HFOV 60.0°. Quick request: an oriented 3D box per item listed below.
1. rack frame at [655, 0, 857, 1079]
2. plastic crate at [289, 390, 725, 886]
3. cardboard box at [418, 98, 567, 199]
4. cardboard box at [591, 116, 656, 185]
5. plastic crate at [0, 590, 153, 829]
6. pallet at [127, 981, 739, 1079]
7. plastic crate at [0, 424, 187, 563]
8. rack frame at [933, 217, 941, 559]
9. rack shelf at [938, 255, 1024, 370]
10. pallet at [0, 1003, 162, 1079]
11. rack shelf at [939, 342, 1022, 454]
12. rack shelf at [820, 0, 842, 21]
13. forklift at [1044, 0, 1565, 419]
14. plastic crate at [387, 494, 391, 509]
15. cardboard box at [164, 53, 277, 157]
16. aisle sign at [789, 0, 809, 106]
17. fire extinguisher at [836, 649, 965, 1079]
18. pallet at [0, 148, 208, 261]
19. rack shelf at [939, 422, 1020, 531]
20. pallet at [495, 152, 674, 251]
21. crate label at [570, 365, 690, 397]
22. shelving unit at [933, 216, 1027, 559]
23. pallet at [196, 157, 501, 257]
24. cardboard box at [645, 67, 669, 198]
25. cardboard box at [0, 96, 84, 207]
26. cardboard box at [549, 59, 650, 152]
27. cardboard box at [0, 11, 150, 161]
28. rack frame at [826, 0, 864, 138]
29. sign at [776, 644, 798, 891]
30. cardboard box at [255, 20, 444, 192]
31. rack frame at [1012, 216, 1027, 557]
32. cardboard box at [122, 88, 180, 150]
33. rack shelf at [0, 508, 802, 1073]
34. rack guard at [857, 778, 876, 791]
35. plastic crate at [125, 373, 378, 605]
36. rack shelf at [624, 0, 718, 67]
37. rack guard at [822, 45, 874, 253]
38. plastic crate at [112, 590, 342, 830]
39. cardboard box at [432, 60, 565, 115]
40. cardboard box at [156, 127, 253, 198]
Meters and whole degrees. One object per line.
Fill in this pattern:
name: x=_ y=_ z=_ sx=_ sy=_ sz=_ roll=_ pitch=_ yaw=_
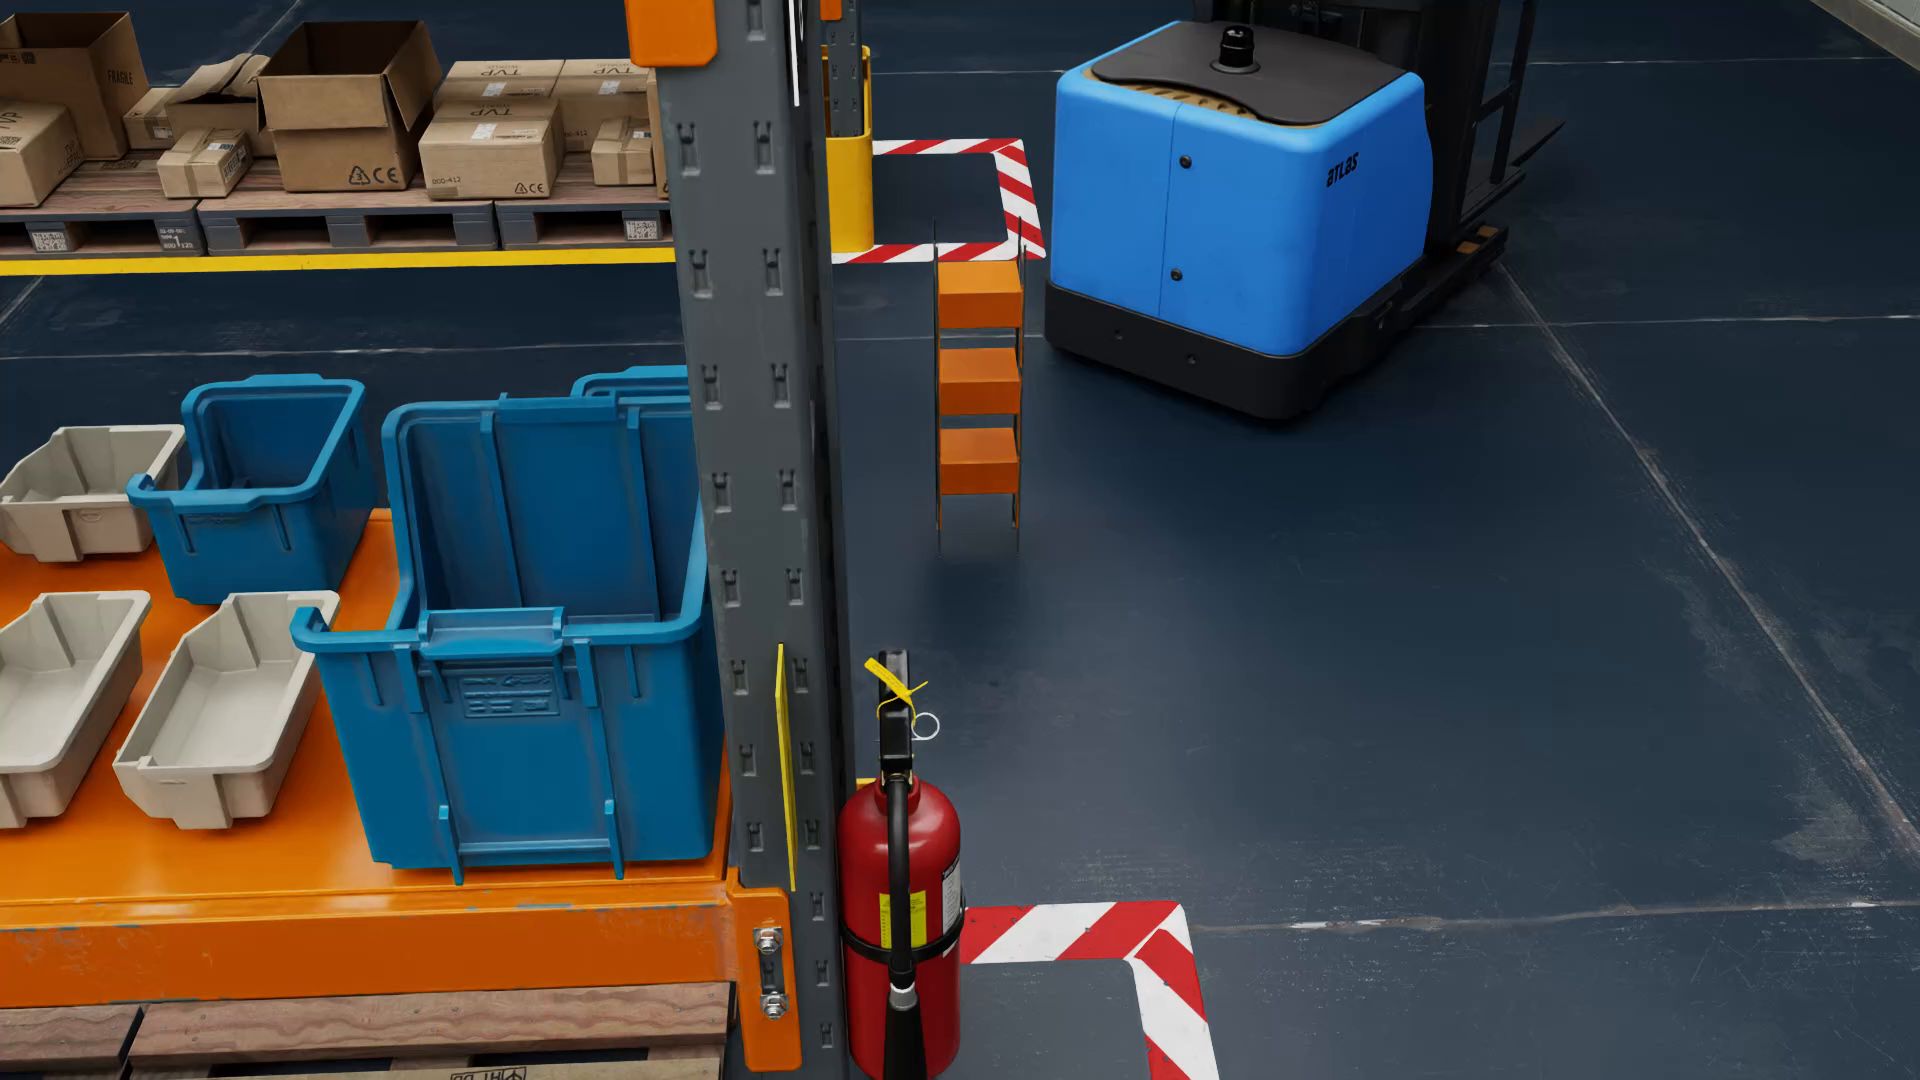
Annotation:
rack frame: x=-0.256 y=0.040 z=2.556 sx=0.127 sy=3.000 sz=1.000 roll=-2 pitch=35 yaw=-2
plastic crate: x=-0.581 y=0.116 z=2.362 sx=0.499 sy=0.435 sz=0.616 roll=-2 pitch=35 yaw=-2
cardboard box: x=-1.968 y=-1.662 z=7.046 sx=0.500 sy=0.250 sz=0.500 roll=-2 pitch=35 yaw=-2
cardboard box: x=-1.427 y=-1.677 z=7.140 sx=0.250 sy=0.166 sz=0.380 roll=-2 pitch=35 yaw=-2
plastic crate: x=-1.352 y=0.249 z=2.434 sx=0.243 sy=0.136 sz=0.396 roll=-2 pitch=35 yaw=-2
pallet: x=-1.081 y=1.187 z=3.349 sx=1.213 sy=0.211 sz=1.003 roll=-2 pitch=35 yaw=-2
plastic crate: x=-1.520 y=-0.076 z=2.904 sx=0.298 sy=0.136 sz=0.250 roll=-2 pitch=35 yaw=-2
rack frame: x=-0.068 y=-0.430 z=4.949 sx=0.008 sy=1.050 sz=0.200 roll=-2 pitch=35 yaw=-2
rack shelf: x=0.053 y=-0.658 z=4.798 sx=0.240 sy=0.259 sz=0.215 roll=-2 pitch=35 yaw=-2
pallet: x=-2.297 y=1.218 z=3.304 sx=1.213 sy=0.211 sz=1.003 roll=-2 pitch=35 yaw=-2
rack shelf: x=0.053 y=-0.424 z=4.959 sx=0.240 sy=0.259 sz=0.215 roll=-2 pitch=35 yaw=-2
rack shelf: x=-2.484 y=-2.426 z=6.751 sx=4.000 sy=0.370 sz=1.077 roll=-2 pitch=35 yaw=-2
forklift: x=1.608 y=-2.402 z=6.145 sx=1.130 sy=2.935 sz=3.031 roll=24 pitch=41 yaw=30
plastic crate: x=-0.842 y=-0.095 z=2.930 sx=0.298 sy=0.136 sz=0.250 roll=-2 pitch=35 yaw=-2
cardboard box: x=-3.177 y=-1.940 z=7.393 sx=0.500 sy=0.311 sz=0.500 roll=-2 pitch=35 yaw=-2
aisle sign: x=-0.170 y=-0.864 z=1.578 sx=0.004 sy=0.787 sz=0.394 roll=-2 pitch=35 yaw=-2
fire extinguisher: x=-0.084 y=0.480 z=2.316 sx=0.183 sy=0.674 sz=0.296 roll=-2 pitch=35 yaw=-2
pallet: x=-3.796 y=-1.539 z=7.288 sx=1.213 sy=0.211 sz=1.003 roll=-2 pitch=35 yaw=-2
rack shelf: x=0.053 y=-0.196 z=5.117 sx=0.240 sy=0.259 sz=0.215 roll=-2 pitch=35 yaw=-2
pallet: x=-1.359 y=-1.604 z=7.383 sx=1.213 sy=0.211 sz=1.003 roll=-2 pitch=35 yaw=-2
crate label: x=-0.518 y=-0.096 z=2.847 sx=0.303 sy=0.233 sz=0.416 roll=-2 pitch=35 yaw=-2
shelving unit: x=0.053 y=-0.433 z=4.953 sx=0.252 sy=1.050 sz=0.215 roll=-2 pitch=35 yaw=-2
pallet: x=-2.575 y=-1.573 z=7.338 sx=1.213 sy=0.211 sz=1.003 roll=-2 pitch=35 yaw=-2
cardboard box: x=-1.018 y=-1.774 z=6.987 sx=0.500 sy=0.500 sz=0.500 roll=-2 pitch=35 yaw=-2
cardboard box: x=-4.053 y=-1.631 z=6.947 sx=0.500 sy=0.311 sz=0.500 roll=-2 pitch=35 yaw=-2
cardboard box: x=-1.543 y=-1.959 z=7.474 sx=0.500 sy=0.250 sz=0.500 roll=-2 pitch=35 yaw=-2
cardboard box: x=-3.926 y=-1.997 z=7.310 sx=0.500 sy=0.500 sz=0.500 roll=-2 pitch=35 yaw=-2
rack frame: x=-0.487 y=-2.775 z=6.624 sx=0.127 sy=3.000 sz=1.000 roll=-2 pitch=35 yaw=-2
sign: x=-0.214 y=0.286 z=2.058 sx=0.005 sy=0.325 sz=0.100 roll=-2 pitch=35 yaw=-2
cardboard box: x=-2.606 y=-1.875 z=7.131 sx=0.637 sy=0.503 sz=0.797 roll=-2 pitch=35 yaw=-2
rack frame: x=0.175 y=-0.436 z=4.958 sx=0.008 sy=1.050 sz=0.200 roll=-2 pitch=35 yaw=-2
cardboard box: x=-3.555 y=-1.897 z=7.474 sx=0.250 sy=0.149 sz=0.380 roll=-2 pitch=35 yaw=-2
rack shelf: x=-2.254 y=0.390 z=2.683 sx=4.000 sy=0.370 sz=1.077 roll=-2 pitch=35 yaw=-2
rack guard: x=-0.232 y=1.060 z=3.279 sx=0.348 sy=0.500 sz=1.175 roll=-2 pitch=35 yaw=-2
plastic crate: x=-1.176 y=-0.078 z=2.821 sx=0.300 sy=0.233 sz=0.416 roll=-2 pitch=35 yaw=-2
rack shelf: x=-2.254 y=-0.843 z=1.829 sx=4.000 sy=0.370 sz=1.077 roll=-2 pitch=35 yaw=-2
rack guard: x=-0.563 y=-1.745 z=7.333 sx=0.348 sy=0.500 sz=1.175 roll=-2 pitch=35 yaw=-2
plastic crate: x=-1.062 y=0.249 z=2.433 sx=0.243 sy=0.136 sz=0.396 roll=-2 pitch=35 yaw=-2
cardboard box: x=-2.042 y=-1.945 z=7.455 sx=0.500 sy=0.250 sz=0.500 roll=-2 pitch=35 yaw=-2
cardboard box: x=-3.189 y=-1.601 z=7.030 sx=0.250 sy=0.166 sz=0.380 roll=-2 pitch=35 yaw=-2
